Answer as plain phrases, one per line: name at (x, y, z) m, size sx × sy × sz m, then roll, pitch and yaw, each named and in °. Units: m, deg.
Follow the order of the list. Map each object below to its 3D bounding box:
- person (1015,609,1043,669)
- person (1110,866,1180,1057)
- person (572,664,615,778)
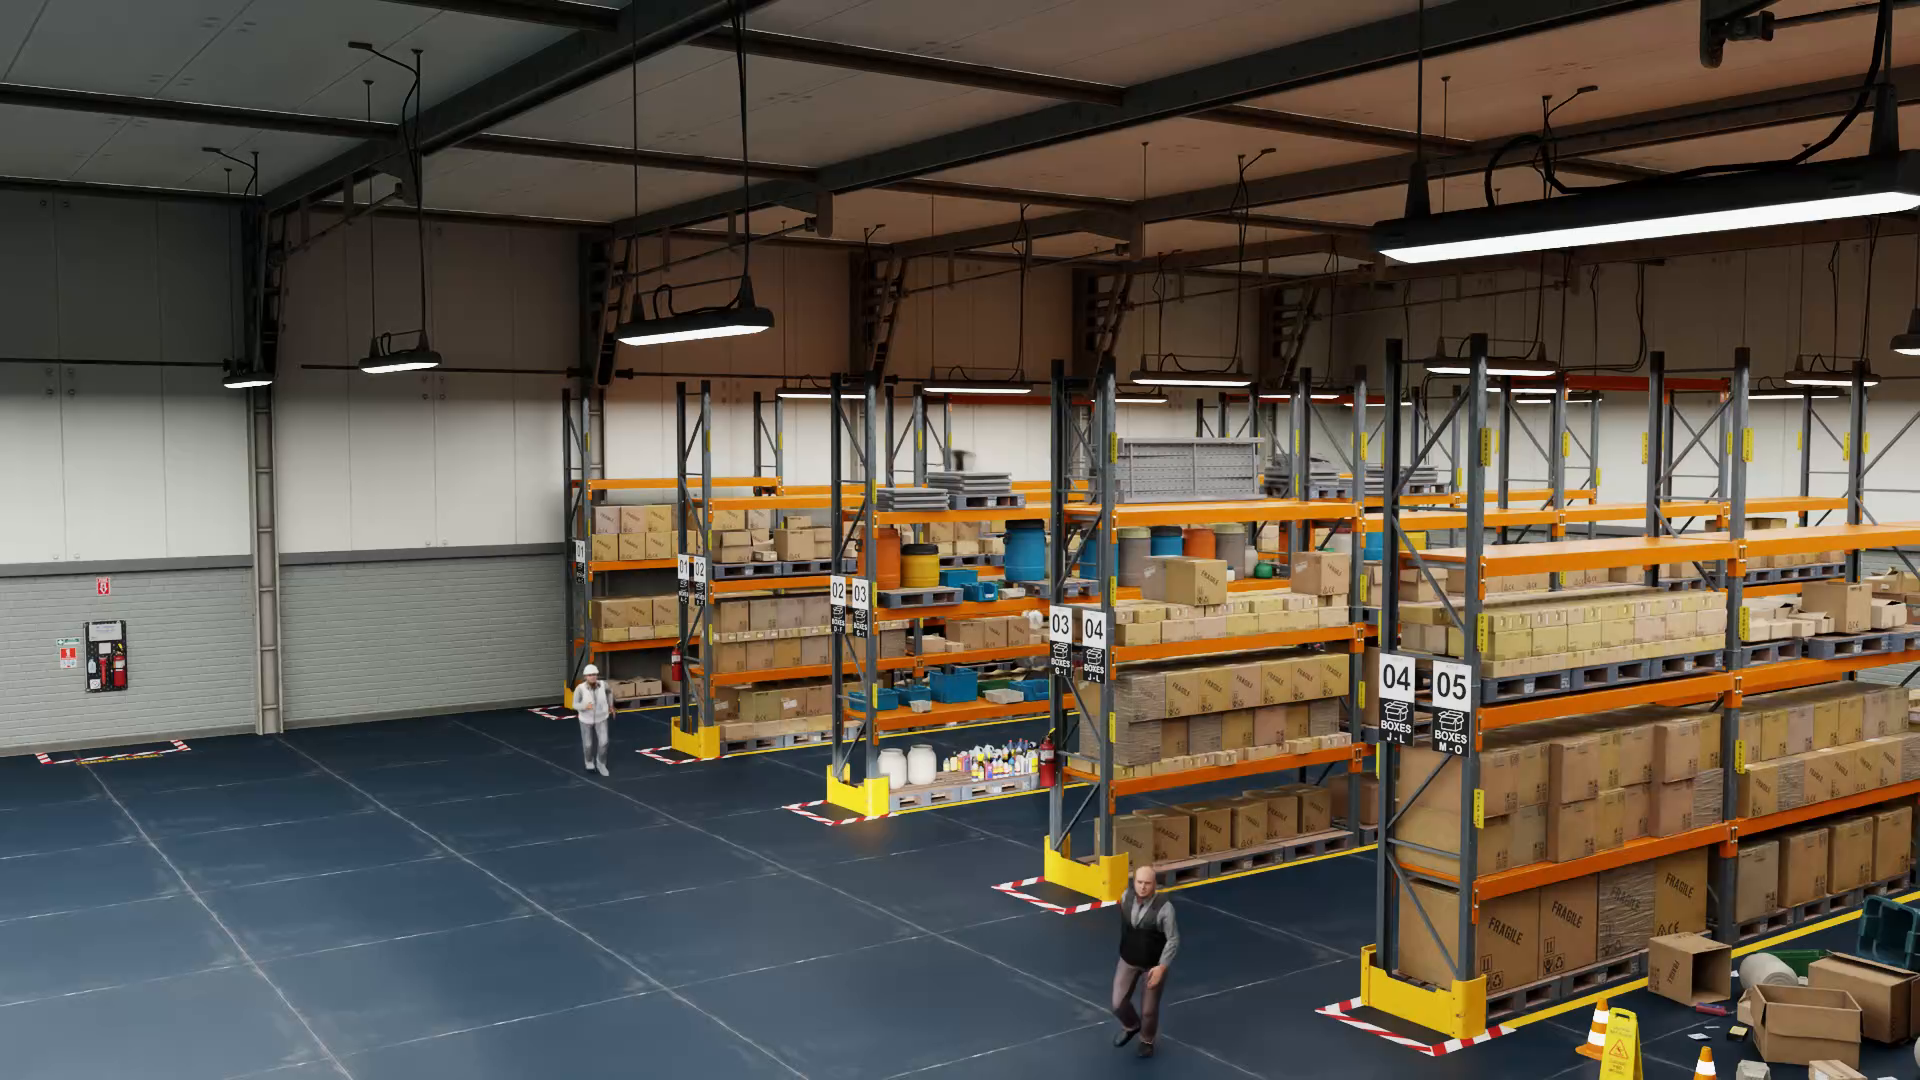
person at (1.416, 2.080, 34.308) m, size 0.681 × 1.789 × 0.759 m, roll 3°, pitch 5°, yaw 41°
person at (1.527, 3.453, 13.598) m, size 0.640 × 1.662 × 0.716 m, roll 2°, pitch 4°, yaw 28°
person at (-5.513, 2.707, 25.046) m, size 0.645 × 1.716 × 0.957 m, roll -1°, pitch 4°, yaw -15°
